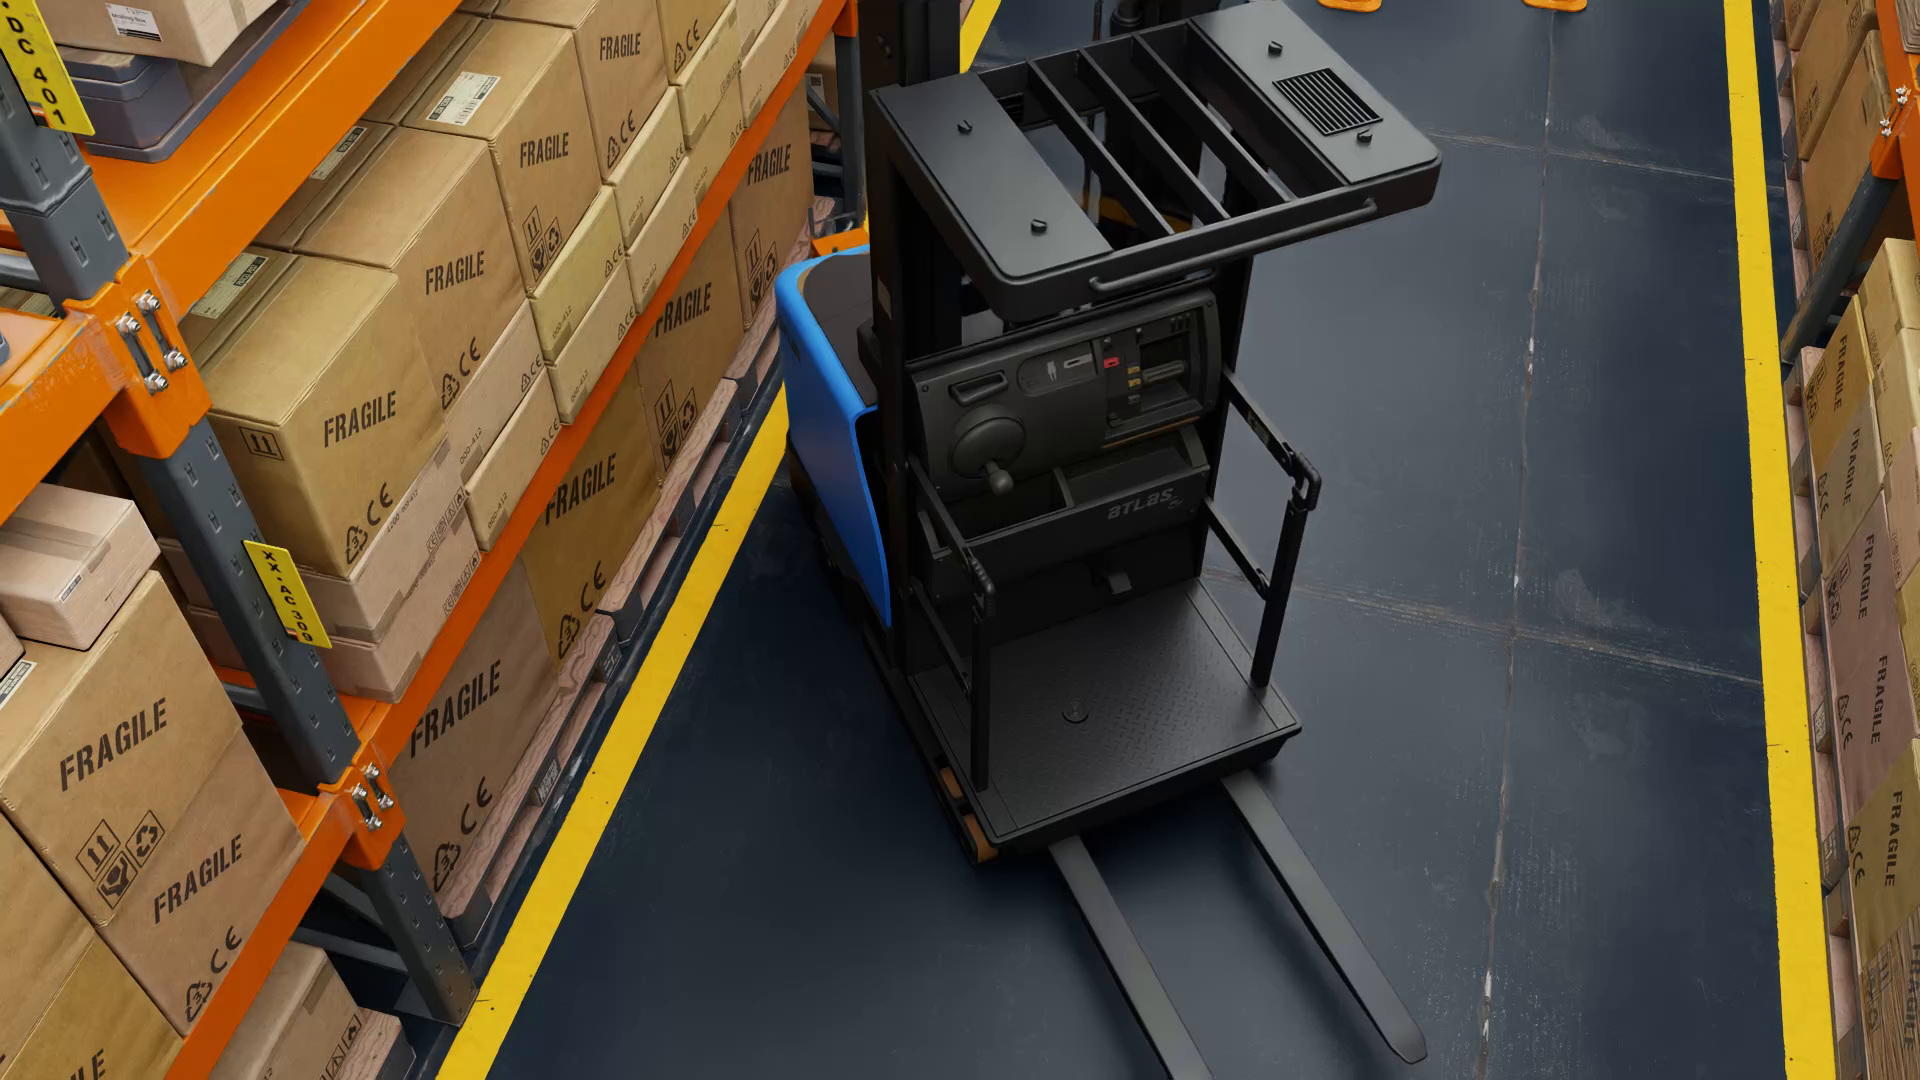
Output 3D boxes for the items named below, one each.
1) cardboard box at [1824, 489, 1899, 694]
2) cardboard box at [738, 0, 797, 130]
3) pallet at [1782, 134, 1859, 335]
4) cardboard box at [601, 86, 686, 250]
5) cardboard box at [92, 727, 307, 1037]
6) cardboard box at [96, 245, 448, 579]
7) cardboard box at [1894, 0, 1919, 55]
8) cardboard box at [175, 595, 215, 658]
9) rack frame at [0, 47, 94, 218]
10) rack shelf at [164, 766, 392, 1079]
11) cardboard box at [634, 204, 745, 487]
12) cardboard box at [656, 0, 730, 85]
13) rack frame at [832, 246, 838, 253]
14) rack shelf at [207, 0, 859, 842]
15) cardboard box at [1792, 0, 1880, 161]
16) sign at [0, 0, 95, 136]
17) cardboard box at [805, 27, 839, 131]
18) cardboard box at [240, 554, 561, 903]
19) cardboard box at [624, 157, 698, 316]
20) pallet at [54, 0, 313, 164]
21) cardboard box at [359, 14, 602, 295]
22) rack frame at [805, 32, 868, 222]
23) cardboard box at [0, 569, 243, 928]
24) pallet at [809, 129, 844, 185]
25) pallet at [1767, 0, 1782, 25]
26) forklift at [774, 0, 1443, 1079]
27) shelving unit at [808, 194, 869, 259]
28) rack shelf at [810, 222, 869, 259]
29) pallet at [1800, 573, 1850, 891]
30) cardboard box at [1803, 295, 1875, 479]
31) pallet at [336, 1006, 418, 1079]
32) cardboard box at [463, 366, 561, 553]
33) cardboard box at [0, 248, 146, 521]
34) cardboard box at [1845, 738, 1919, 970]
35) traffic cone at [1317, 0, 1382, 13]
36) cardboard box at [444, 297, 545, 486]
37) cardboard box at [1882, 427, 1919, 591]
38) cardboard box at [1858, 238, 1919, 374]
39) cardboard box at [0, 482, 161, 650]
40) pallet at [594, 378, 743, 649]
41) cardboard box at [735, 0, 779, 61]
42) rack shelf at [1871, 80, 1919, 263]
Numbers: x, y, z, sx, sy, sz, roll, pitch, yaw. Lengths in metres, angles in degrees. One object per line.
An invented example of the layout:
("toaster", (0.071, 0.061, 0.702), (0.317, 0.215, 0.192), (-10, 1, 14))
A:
("cardboard box", (3.209, 0.219, 5.443), (0.500, 0.500, 0.500), (10, 49, 9))
("cardboard box", (-0.903, -1.731, 5.877), (0.500, 0.250, 0.500), (12, 50, 11))
("pallet", (4.181, -1.299, 7.256), (1.003, 0.211, 1.213), (12, 50, 10))
("cardboard box", (-1.166, -1.164, 5.043), (0.500, 0.250, 0.500), (10, 49, 9))
("cardboard box", (-1.829, 0.676, 3.586), (0.500, 0.500, 0.500), (12, 50, 10))
("cardboard box", (-1.561, -0.303, 3.783), (0.500, 0.500, 0.500), (12, 50, 10))
("cardboard box", (3.760, -2.078, 6.017), (0.500, 0.500, 0.500), (12, 50, 10))
("cardboard box", (-2.079, -0.002, 4.351), (0.500, 0.250, 0.500), (10, 49, 9))
("rack frame", (-1.954, -1.662, 1.715), (1.000, 3.000, 0.127), (12, 50, 10))
("rack shelf", (-2.480, 2.008, 2.957), (1.077, 0.370, 4.000), (12, 50, 10))
("cardboard box", (-1.402, -0.879, 6.162), (0.875, 0.875, 0.875), (12, 50, 10))
("cardboard box", (-1.049, -1.778, 5.085), (0.500, 0.500, 0.500), (12, 50, 10))
("rack frame", (-0.349, -0.691, 6.159), (0.200, 1.050, 0.008), (-18, 51, -15))
("rack shelf", (-1.428, -0.886, 5.511), (1.077, 0.370, 4.000), (12, 50, 10))
("cardboard box", (4.375, -2.117, 7.338), (1.050, 0.750, 0.750), (12, 50, 11))
("sign", (-1.418, -0.758, 2.520), (0.100, 0.325, 0.005), (12, 50, 10))
("cardboard box", (-0.743, -2.246, 7.705), (0.950, 0.372, 0.625), (9, 49, 7))
("cardboard box", (-1.868, 0.423, 5.013), (0.875, 0.875, 0.875), (13, 50, 11))
("cardboard box", (-1.158, -0.996, 5.228), (0.500, 0.250, 0.500), (11, 49, 9))
("pallet", (-1.760, -1.279, 3.505), (0.805, 0.209, 1.217), (10, 49, 9))
("cardboard box", (-1.319, -1.038, 4.432), (0.500, 0.500, 0.500), (10, 49, 9))
("rack frame", (-0.901, -2.570, 6.518), (1.000, 3.000, 0.127), (12, 50, 10))
("cardboard box", (-1.812, 0.355, 3.203), (0.500, 0.500, 0.500), (11, 50, 10))
("pallet", (-0.694, -2.213, 8.062), (1.003, 0.211, 1.213), (12, 50, 10))
("pallet", (4.823, -3.064, 8.814), (1.003, 0.211, 1.213), (12, 50, 10))
("forklift", (0.405, -0.312, 4.570), (1.130, 2.935, 3.031), (-18, 51, -15))
("shelving unit", (-0.397, -0.775, 6.233), (0.215, 1.050, 0.252), (-18, 51, -15))
("rack shelf", (-0.398, -0.955, 6.029), (0.215, 0.259, 0.240), (-18, 51, -15))
("pallet", (3.371, 0.701, 5.491), (1.003, 0.211, 1.213), (12, 50, 10))
("cardboard box", (3.469, -0.517, 6.093), (0.500, 0.500, 0.500), (10, 49, 8))
("pallet", (-2.230, 1.780, 4.538), (1.003, 0.211, 1.213), (12, 50, 10))
("cardboard box", (-1.449, -0.268, 4.586), (0.500, 0.250, 0.500), (10, 49, 9))
("cardboard box", (-2.079, -0.414, 3.881), (0.500, 0.500, 0.500), (13, 50, 11))
("cardboard box", (2.935, 0.959, 4.790), (0.500, 0.500, 0.500), (11, 49, 9))
("traffic cone", (2.064, -3.044, 8.628), (0.336, 0.463, 0.334), (12, 50, 10))
("cardboard box", (-1.456, -0.438, 4.403), (0.500, 0.250, 0.500), (12, 50, 11))
("cardboard box", (3.210, -0.053, 5.183), (0.500, 0.250, 0.500), (12, 50, 10))
("cardboard box", (3.486, -0.776, 5.821), (0.500, 0.250, 0.500), (10, 49, 8))
("cardboard box", (-1.728, 0.030, 3.057), (0.380, 0.149, 0.250), (11, 49, 9))
("pallet", (-1.504, -0.213, 6.297), (1.003, 0.211, 1.213), (12, 50, 10))
("cardboard box", (-0.915, -1.914, 5.705), (0.500, 0.250, 0.500), (10, 49, 9))
("rack shelf", (3.375, 0.018, 4.713), (1.077, 0.370, 4.000), (12, 50, 10))
